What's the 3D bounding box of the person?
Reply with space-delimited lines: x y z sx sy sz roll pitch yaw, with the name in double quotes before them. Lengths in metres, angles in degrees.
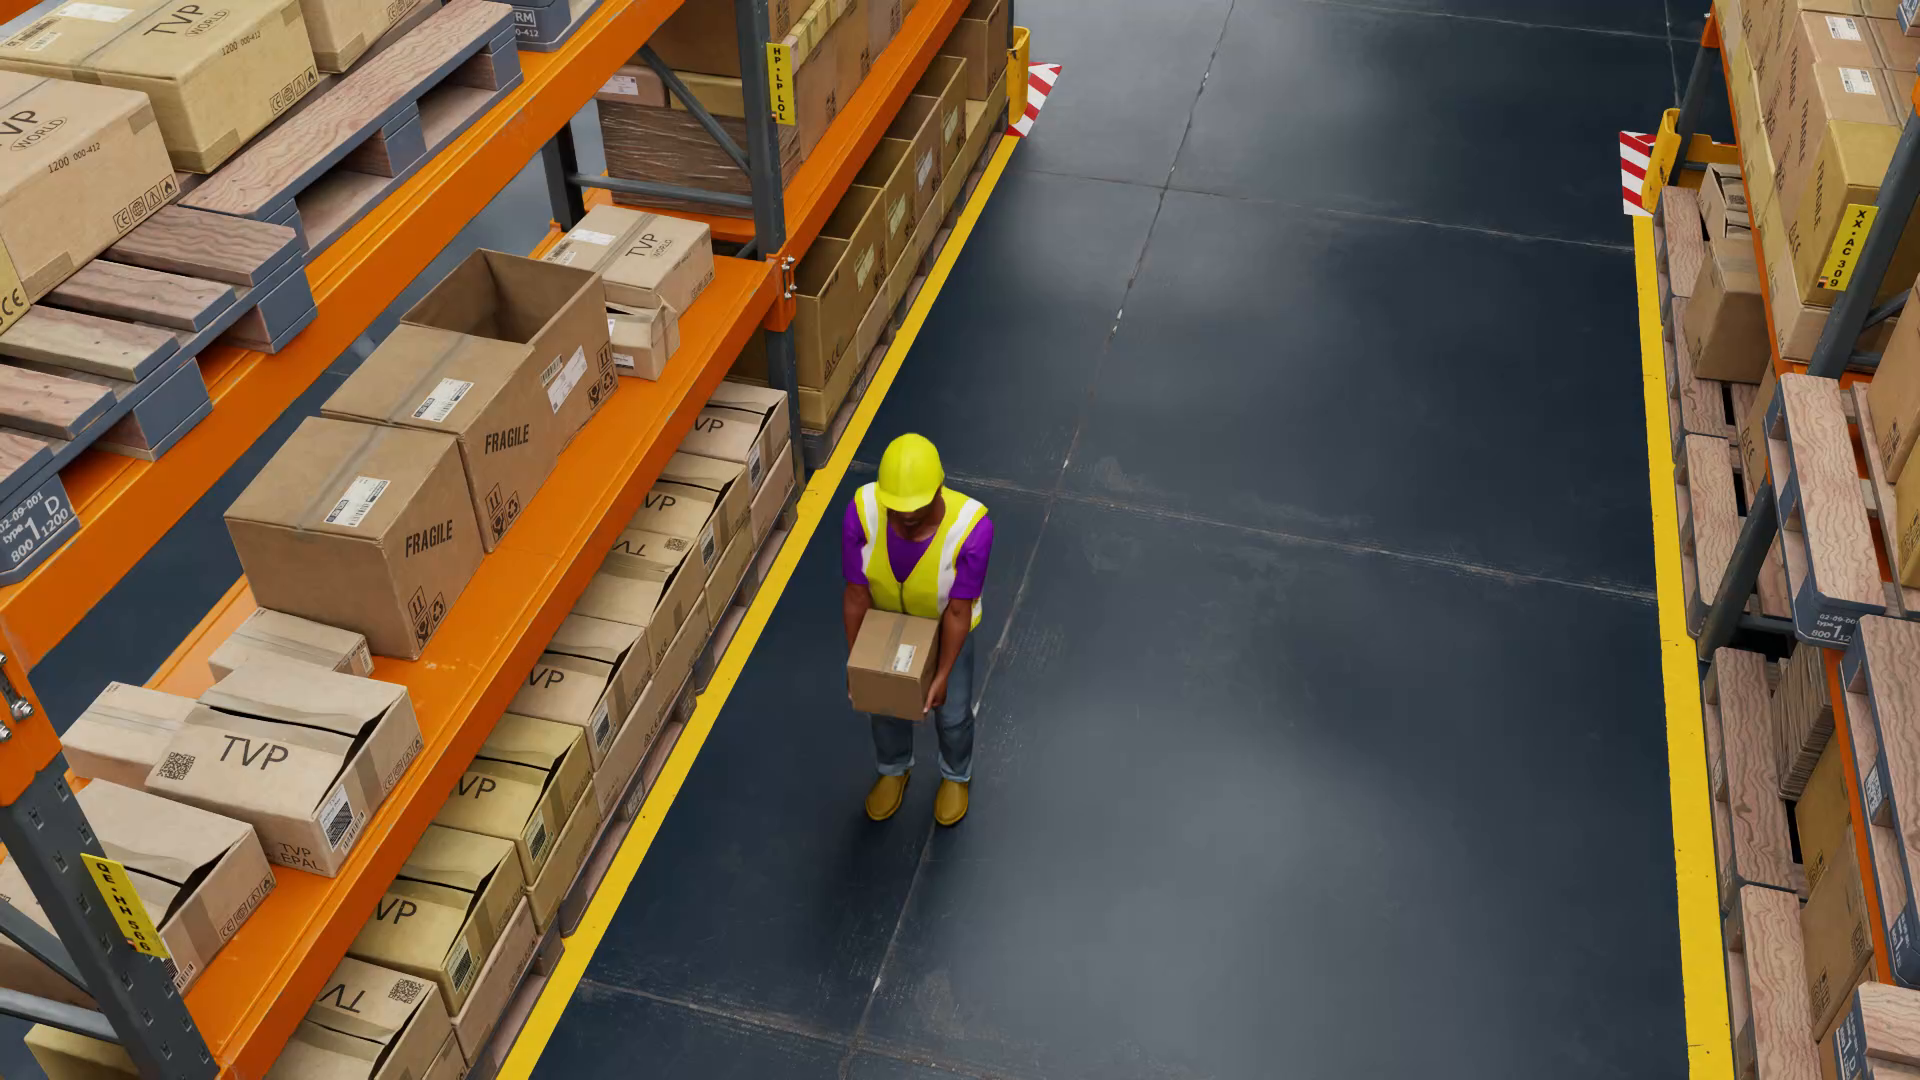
"person" -0.154 0.346 5.752 0.501 1.746 0.593 10 42 11
